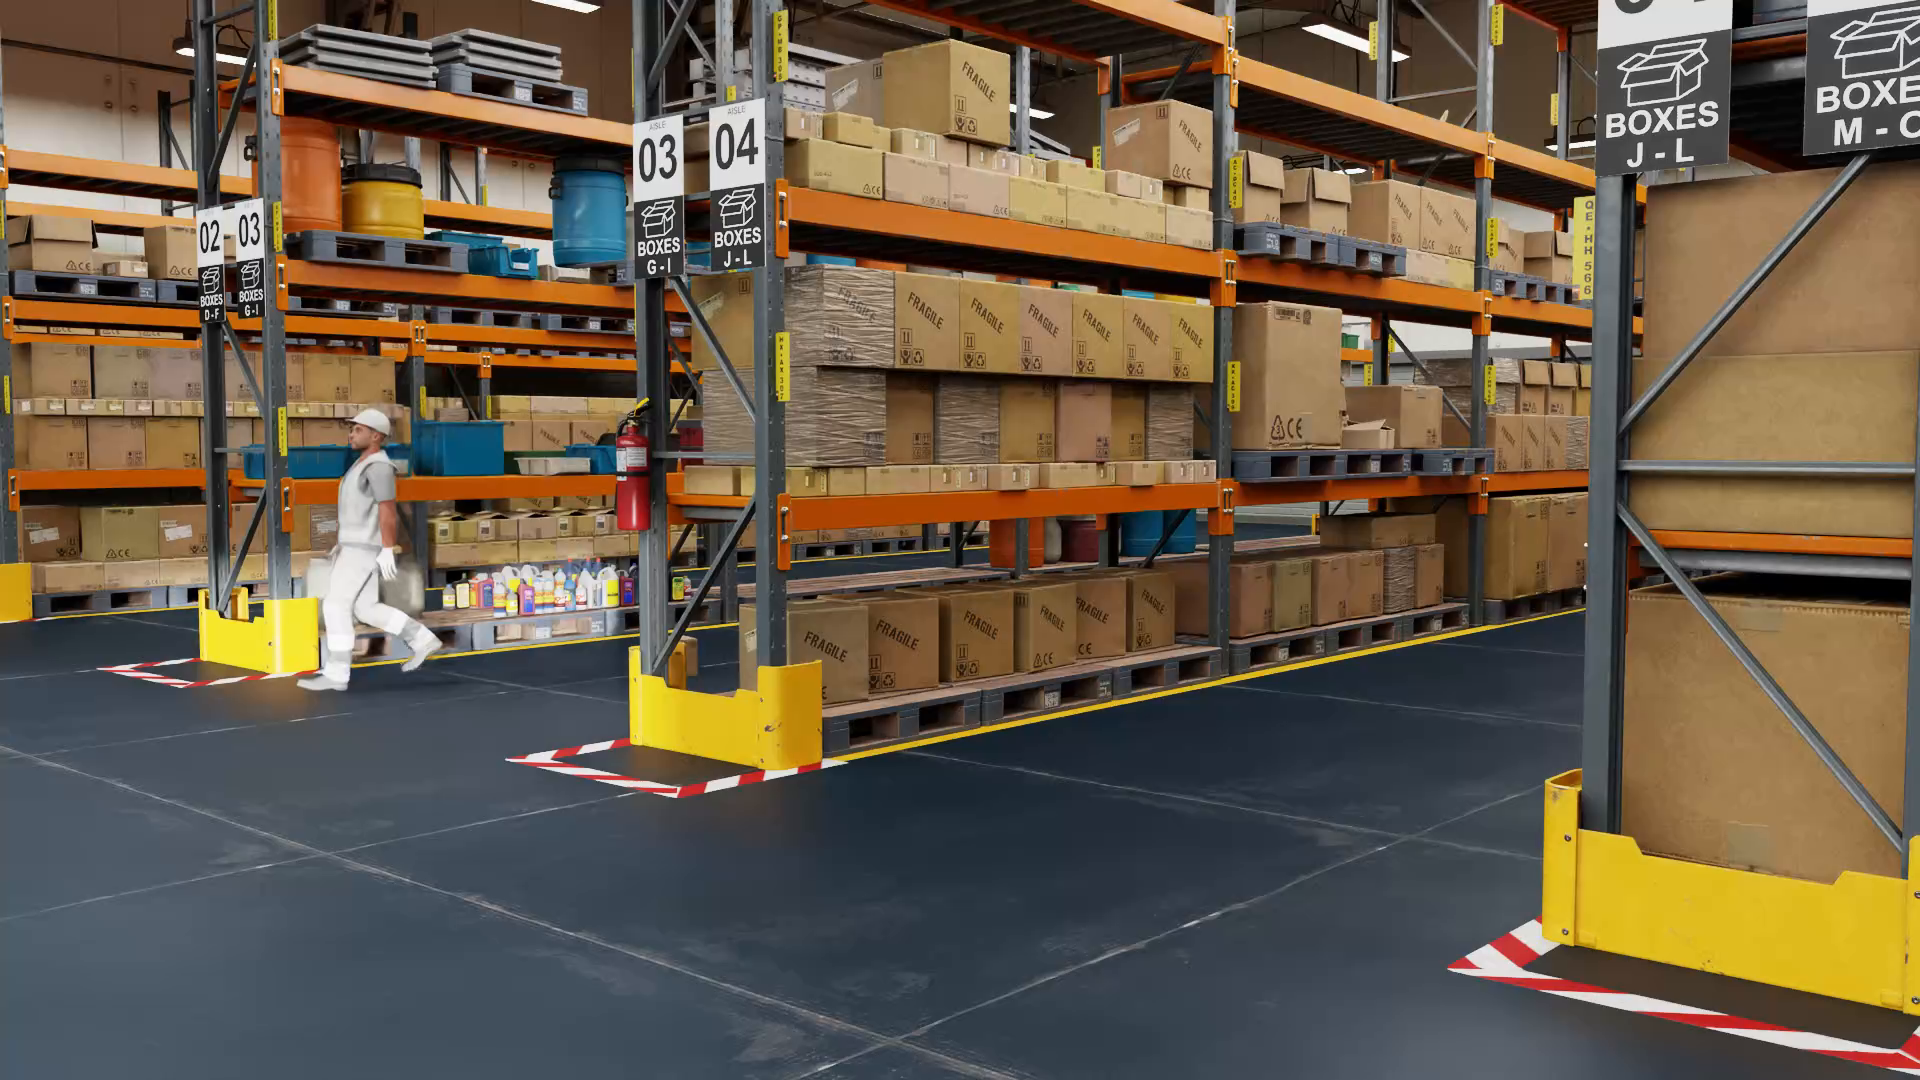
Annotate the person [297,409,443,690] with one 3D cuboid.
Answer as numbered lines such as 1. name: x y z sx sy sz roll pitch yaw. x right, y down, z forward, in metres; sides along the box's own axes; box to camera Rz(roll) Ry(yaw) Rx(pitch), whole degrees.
1. person: -3.739 0.053 10.522 0.903 1.758 0.533 -2 4 -26
